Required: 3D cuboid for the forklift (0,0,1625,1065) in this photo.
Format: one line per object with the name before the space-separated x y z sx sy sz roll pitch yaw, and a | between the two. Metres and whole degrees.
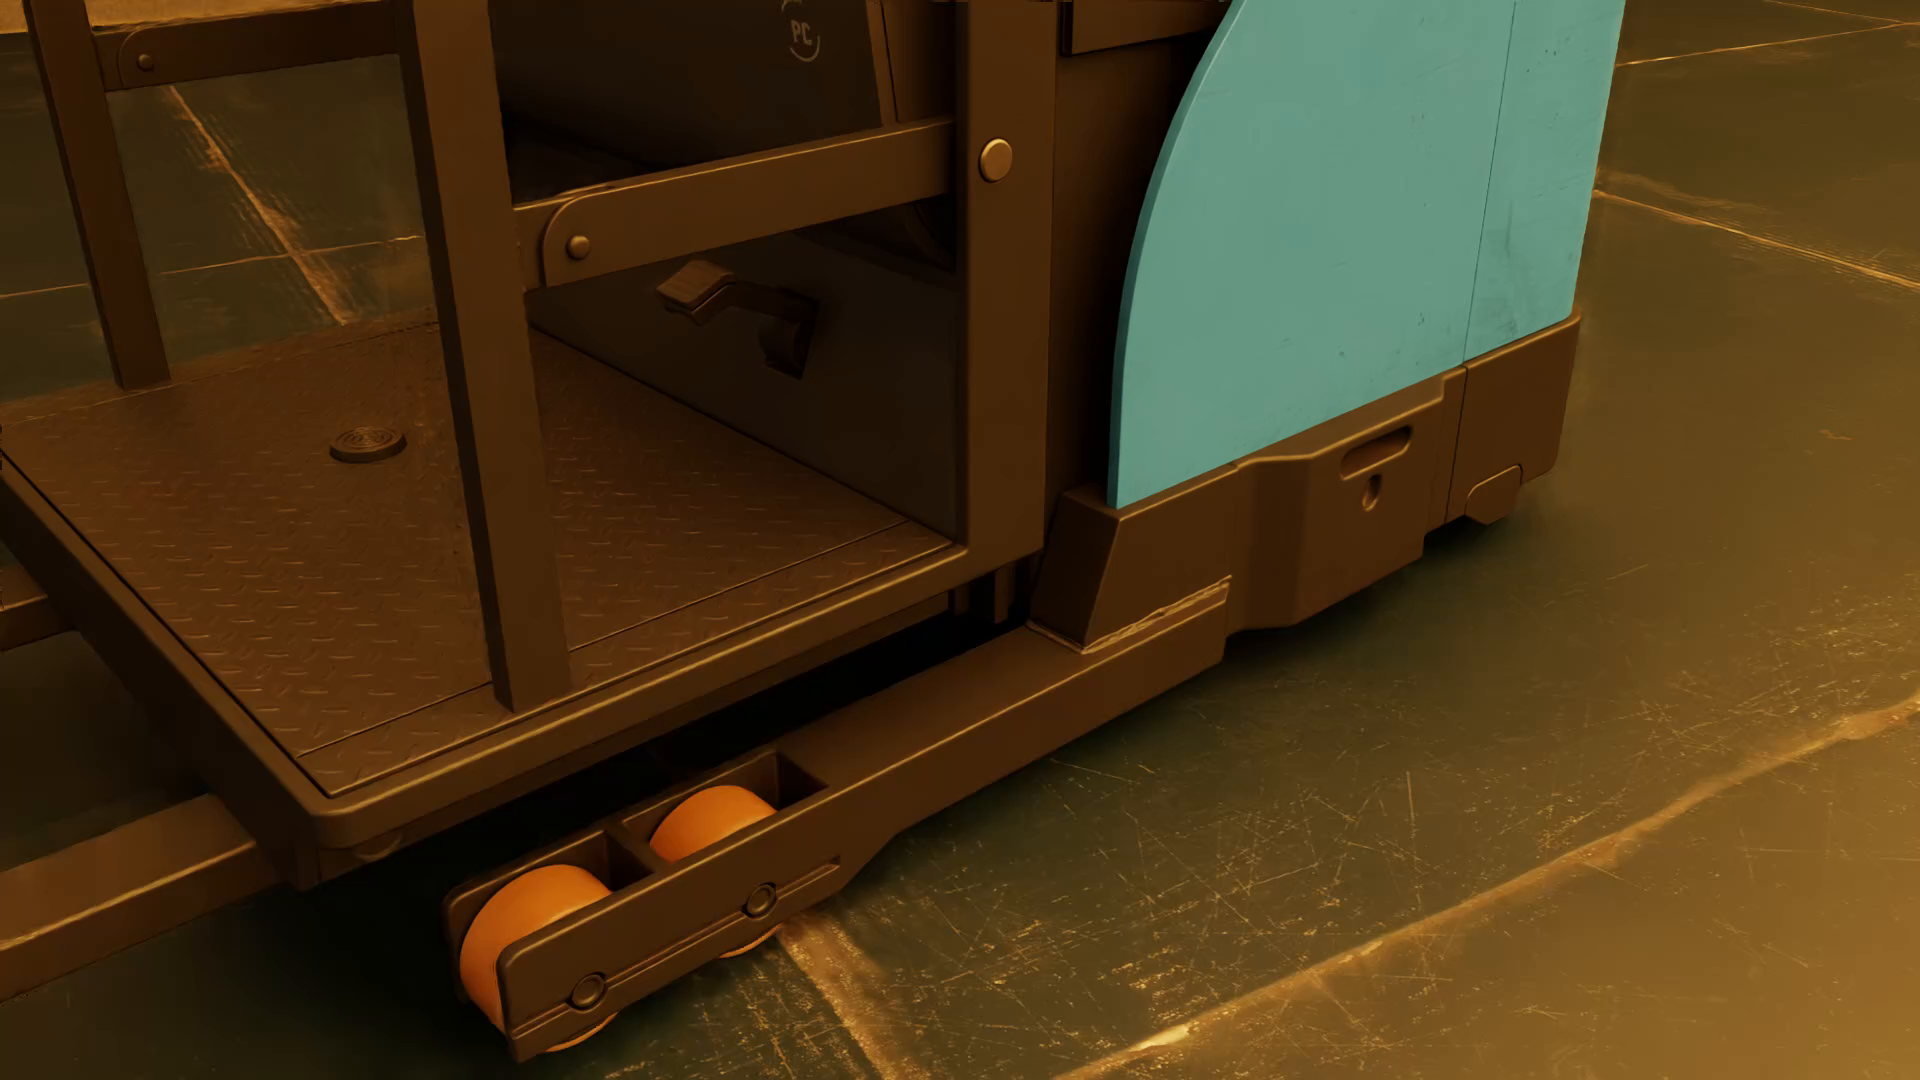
forklift | -0.502 -1.098 1.424 3.031 2.935 1.130 -22 34 -37
